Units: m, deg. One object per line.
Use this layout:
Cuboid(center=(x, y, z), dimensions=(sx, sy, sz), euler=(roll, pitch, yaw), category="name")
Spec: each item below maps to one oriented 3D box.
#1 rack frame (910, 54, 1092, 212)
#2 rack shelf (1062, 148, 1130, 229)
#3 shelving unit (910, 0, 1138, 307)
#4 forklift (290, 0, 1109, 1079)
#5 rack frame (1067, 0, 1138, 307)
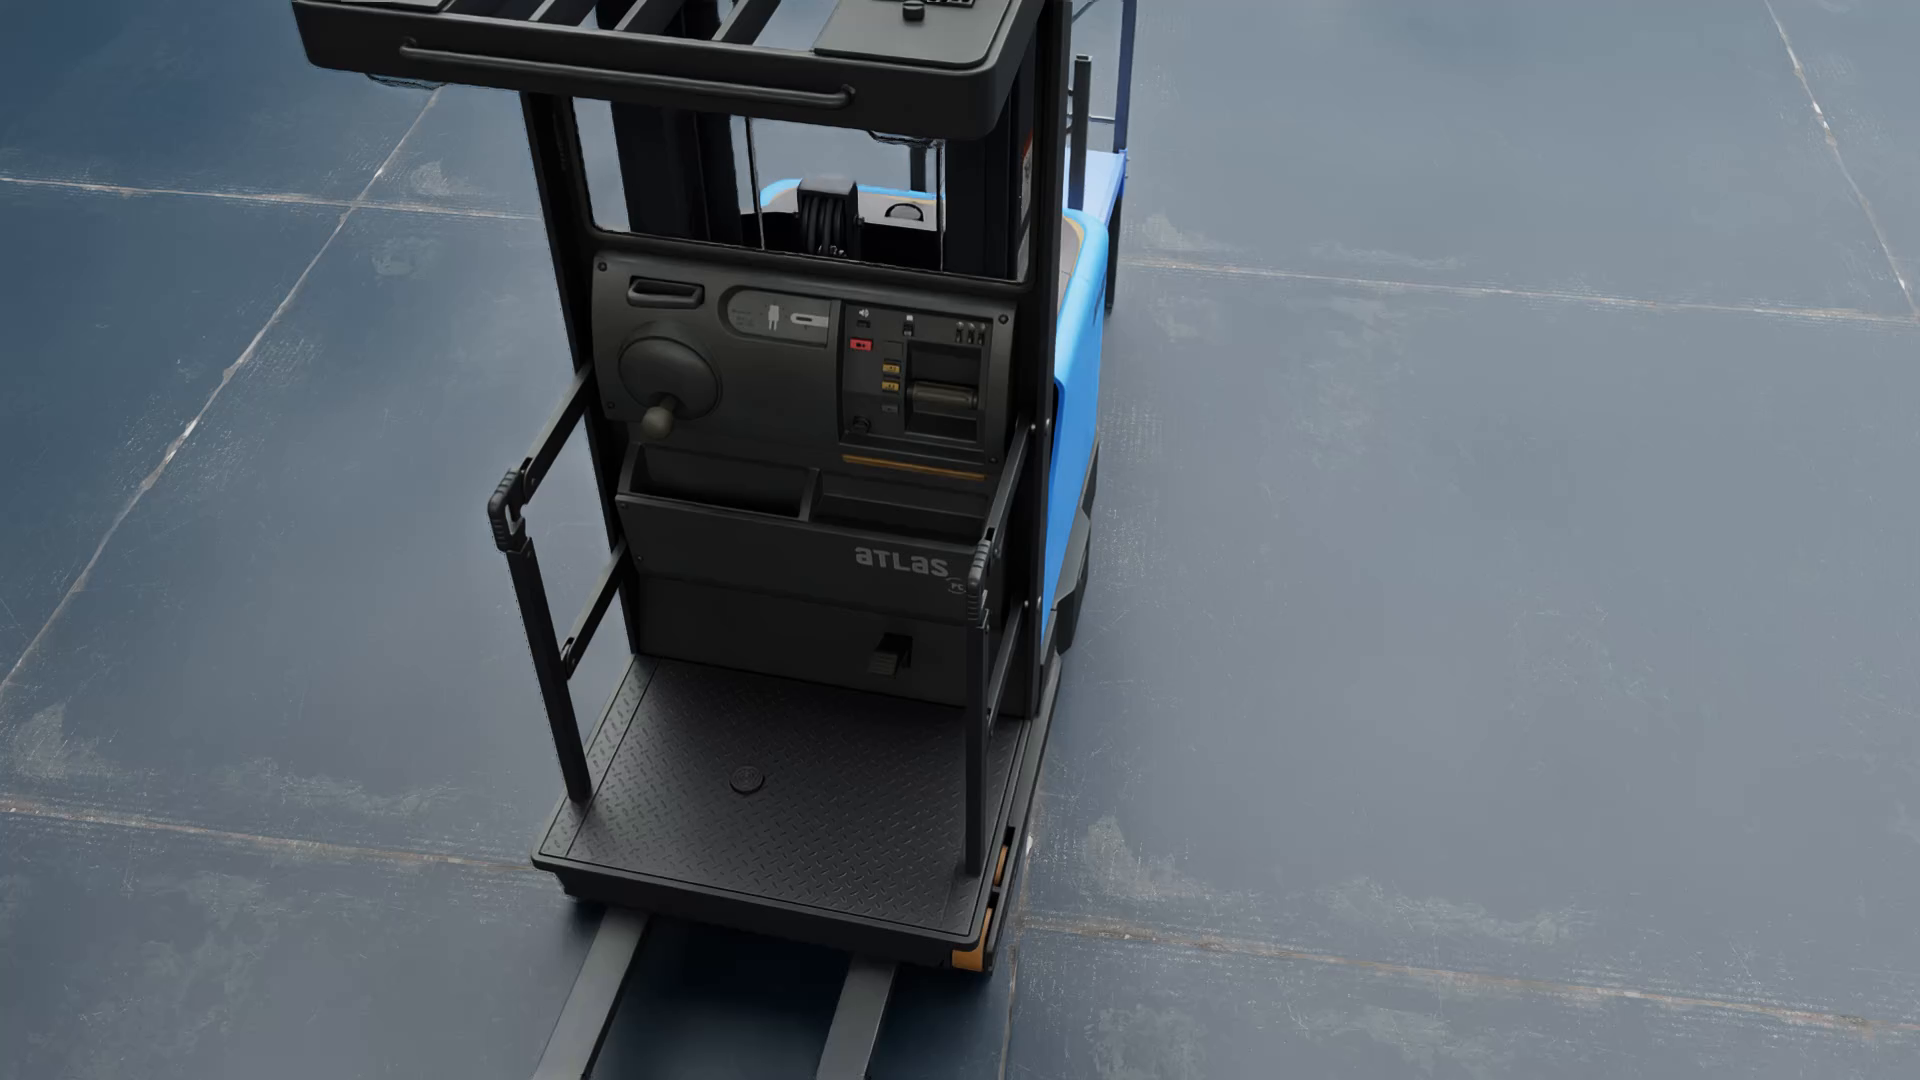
Cuboid(center=(0.106, -0.772, 4.974), dimensions=(0.500, 1.500, 0.032), euler=(9, 44, 9), category="rack frame")
Cuboid(center=(0.216, -0.982, 5.458), dimensions=(0.538, 0.185, 1.000), euler=(9, 44, 9), category="rack shelf")
Cuboid(center=(0.216, -1.113, 5.335), dimensions=(0.538, 1.500, 1.048), euler=(9, 44, 9), category="shelving unit")
Cuboid(center=(-0.390, -0.289, 3.423), dimensions=(1.130, 2.935, 3.031), euler=(9, 44, 9), category="forklift")
Cuboid(center=(0.327, -1.454, 5.695), dimensions=(0.500, 1.500, 0.032), euler=(9, 44, 9), category="rack frame")
